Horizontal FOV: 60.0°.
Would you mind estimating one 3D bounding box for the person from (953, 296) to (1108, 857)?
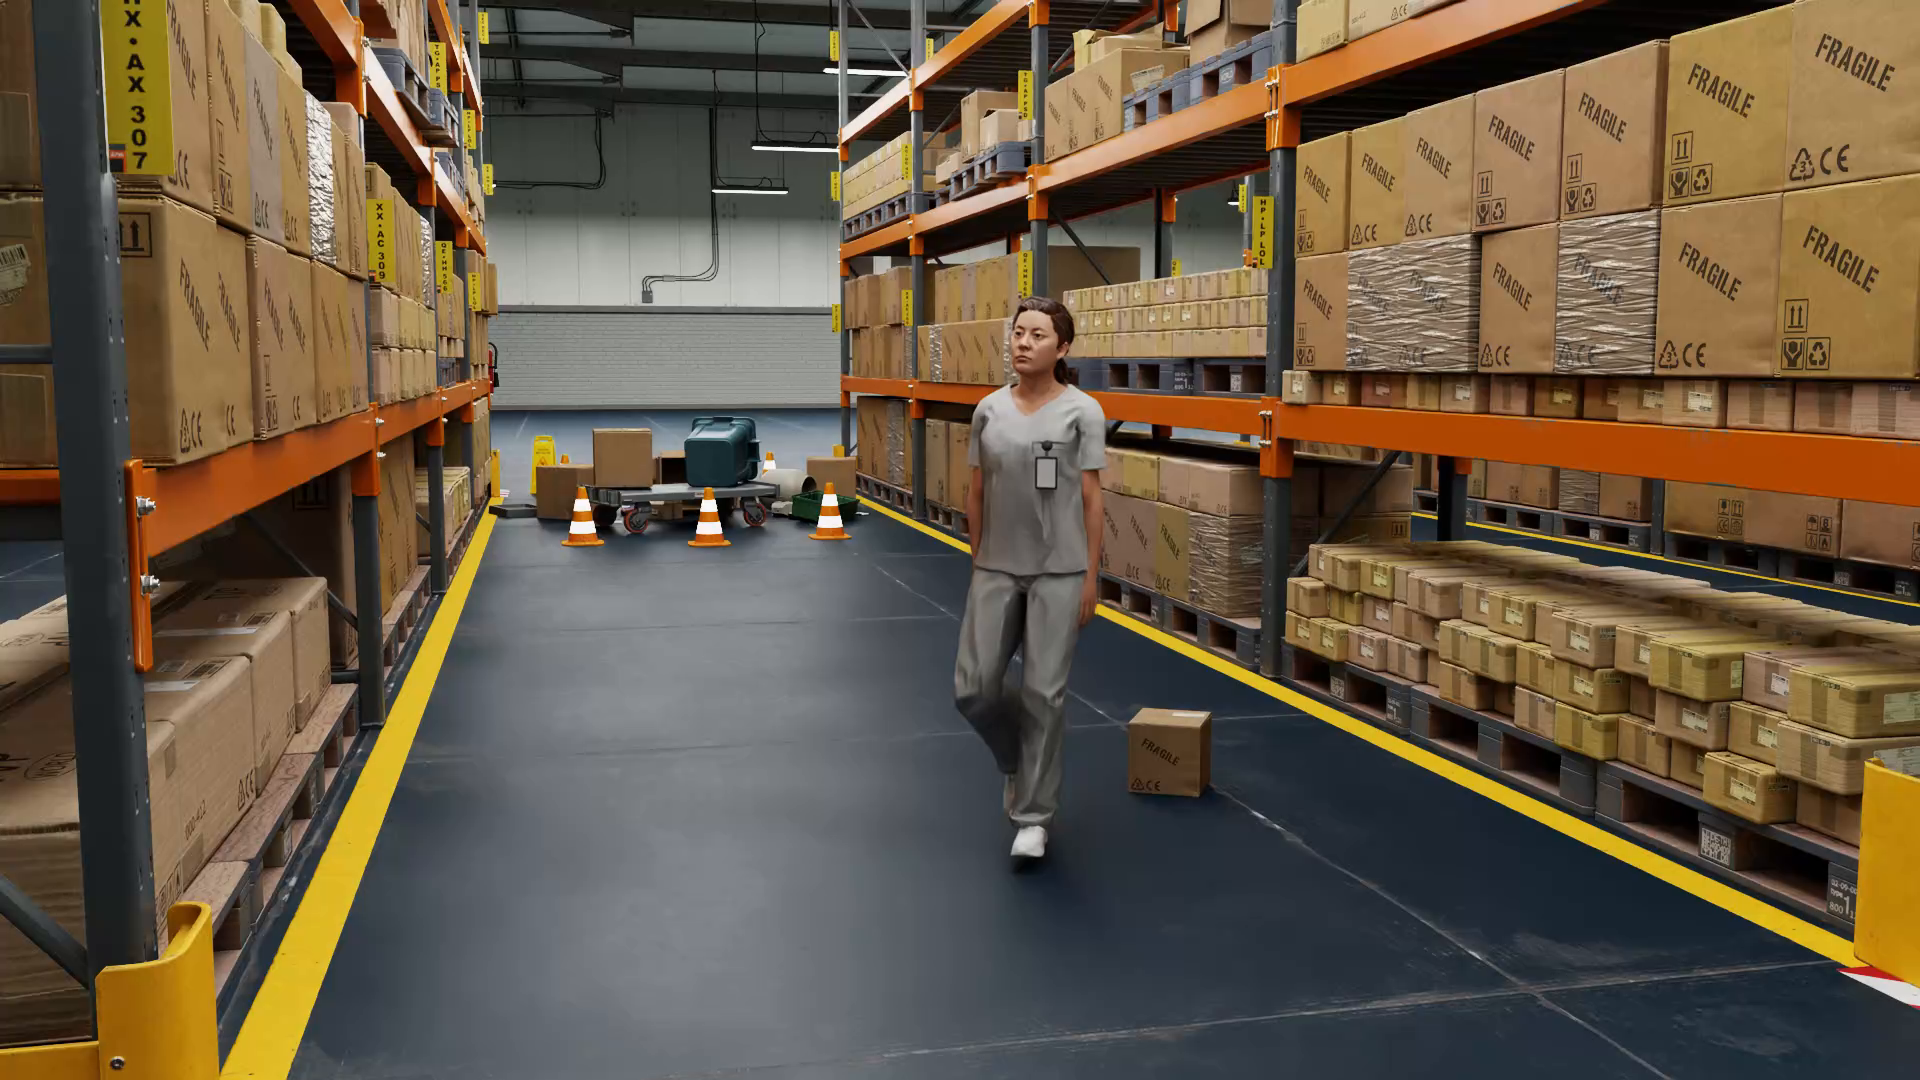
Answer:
[{"bbox_3d":[0.233,0.099,5.035,0.441,1.658,0.526,2,7,18],"label":"person"}]
